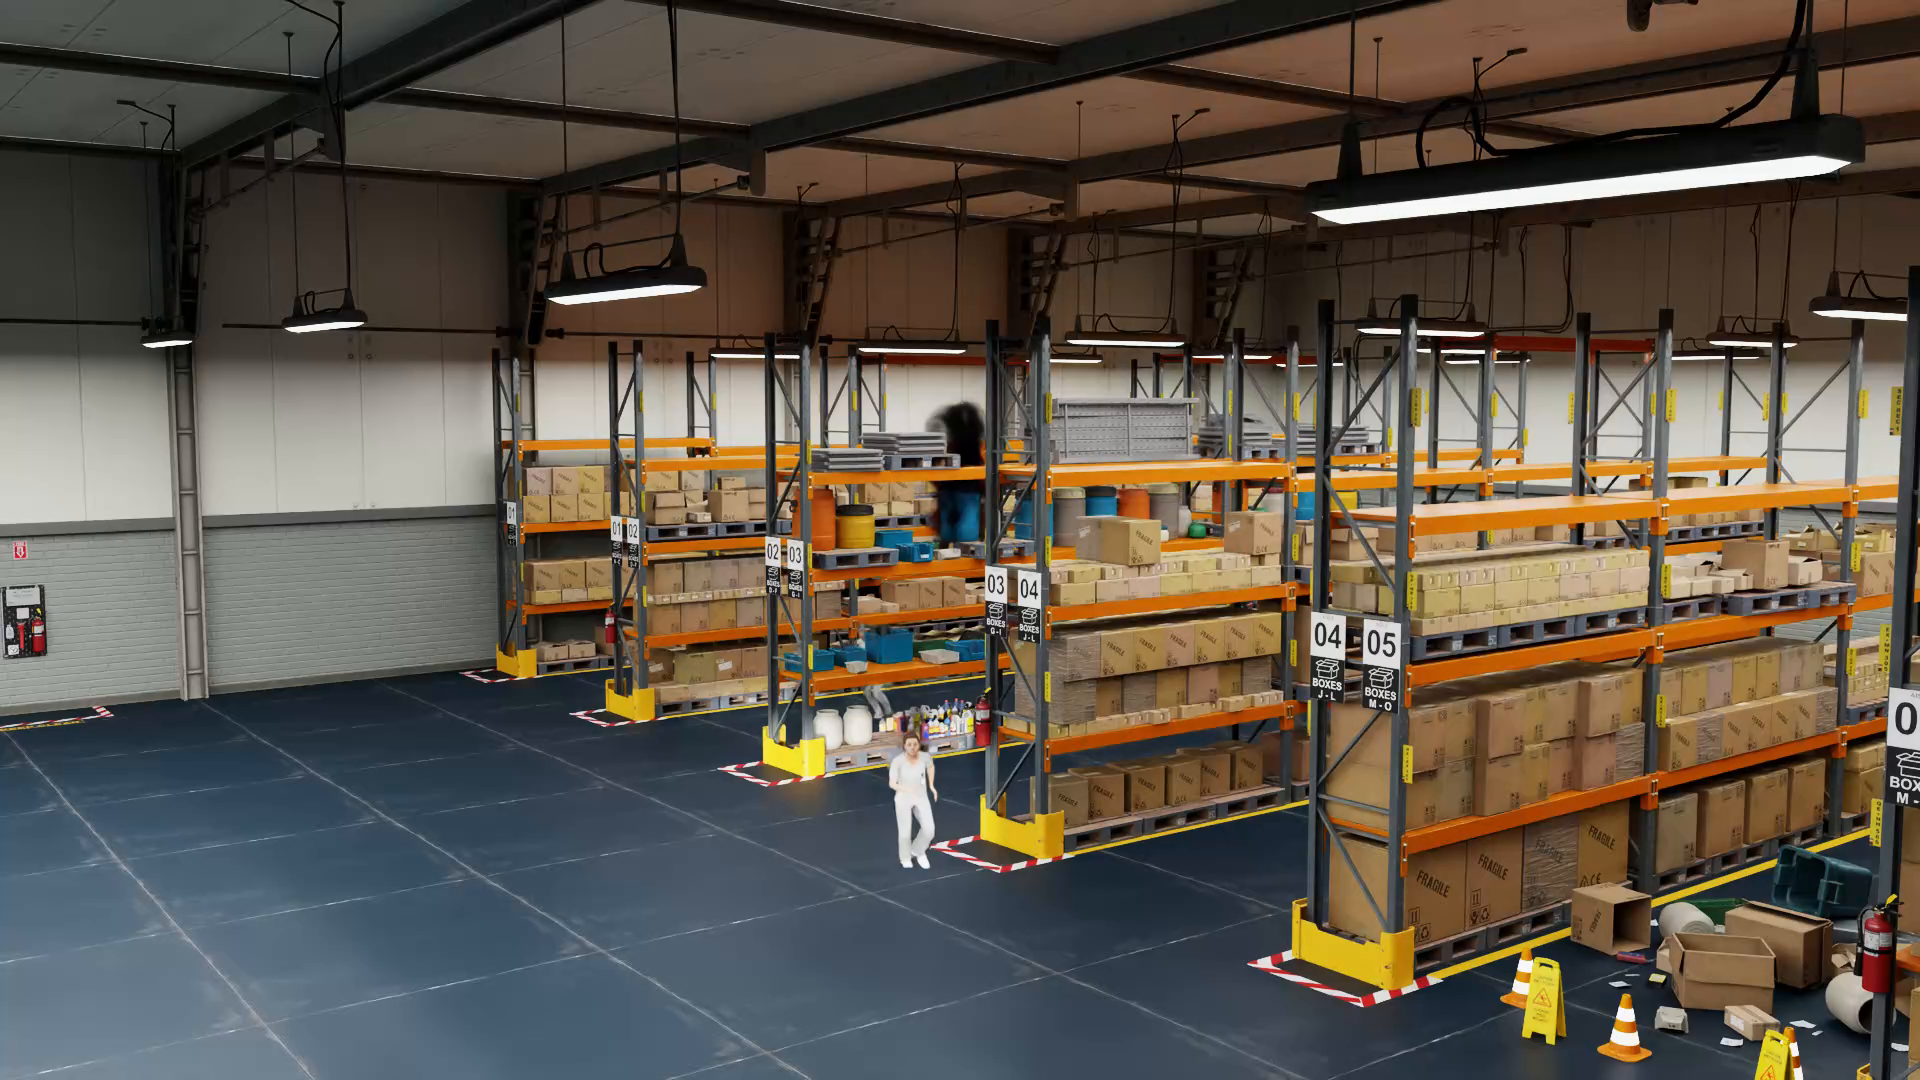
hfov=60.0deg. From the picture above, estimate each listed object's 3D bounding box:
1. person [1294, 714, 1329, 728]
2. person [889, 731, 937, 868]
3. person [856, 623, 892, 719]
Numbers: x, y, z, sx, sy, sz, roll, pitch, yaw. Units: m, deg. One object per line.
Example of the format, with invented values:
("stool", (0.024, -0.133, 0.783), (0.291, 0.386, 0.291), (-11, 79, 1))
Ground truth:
("person", (5.048, 2.320, 24.078), (1.185, 1.441, 0.725), (-2, 6, -25))
("person", (-0.500, 2.892, 17.882), (0.565, 1.393, 0.856), (-1, 5, -12))
("person", (-1.396, 2.077, 26.326), (0.603, 1.568, 0.720), (3, 6, 31))
